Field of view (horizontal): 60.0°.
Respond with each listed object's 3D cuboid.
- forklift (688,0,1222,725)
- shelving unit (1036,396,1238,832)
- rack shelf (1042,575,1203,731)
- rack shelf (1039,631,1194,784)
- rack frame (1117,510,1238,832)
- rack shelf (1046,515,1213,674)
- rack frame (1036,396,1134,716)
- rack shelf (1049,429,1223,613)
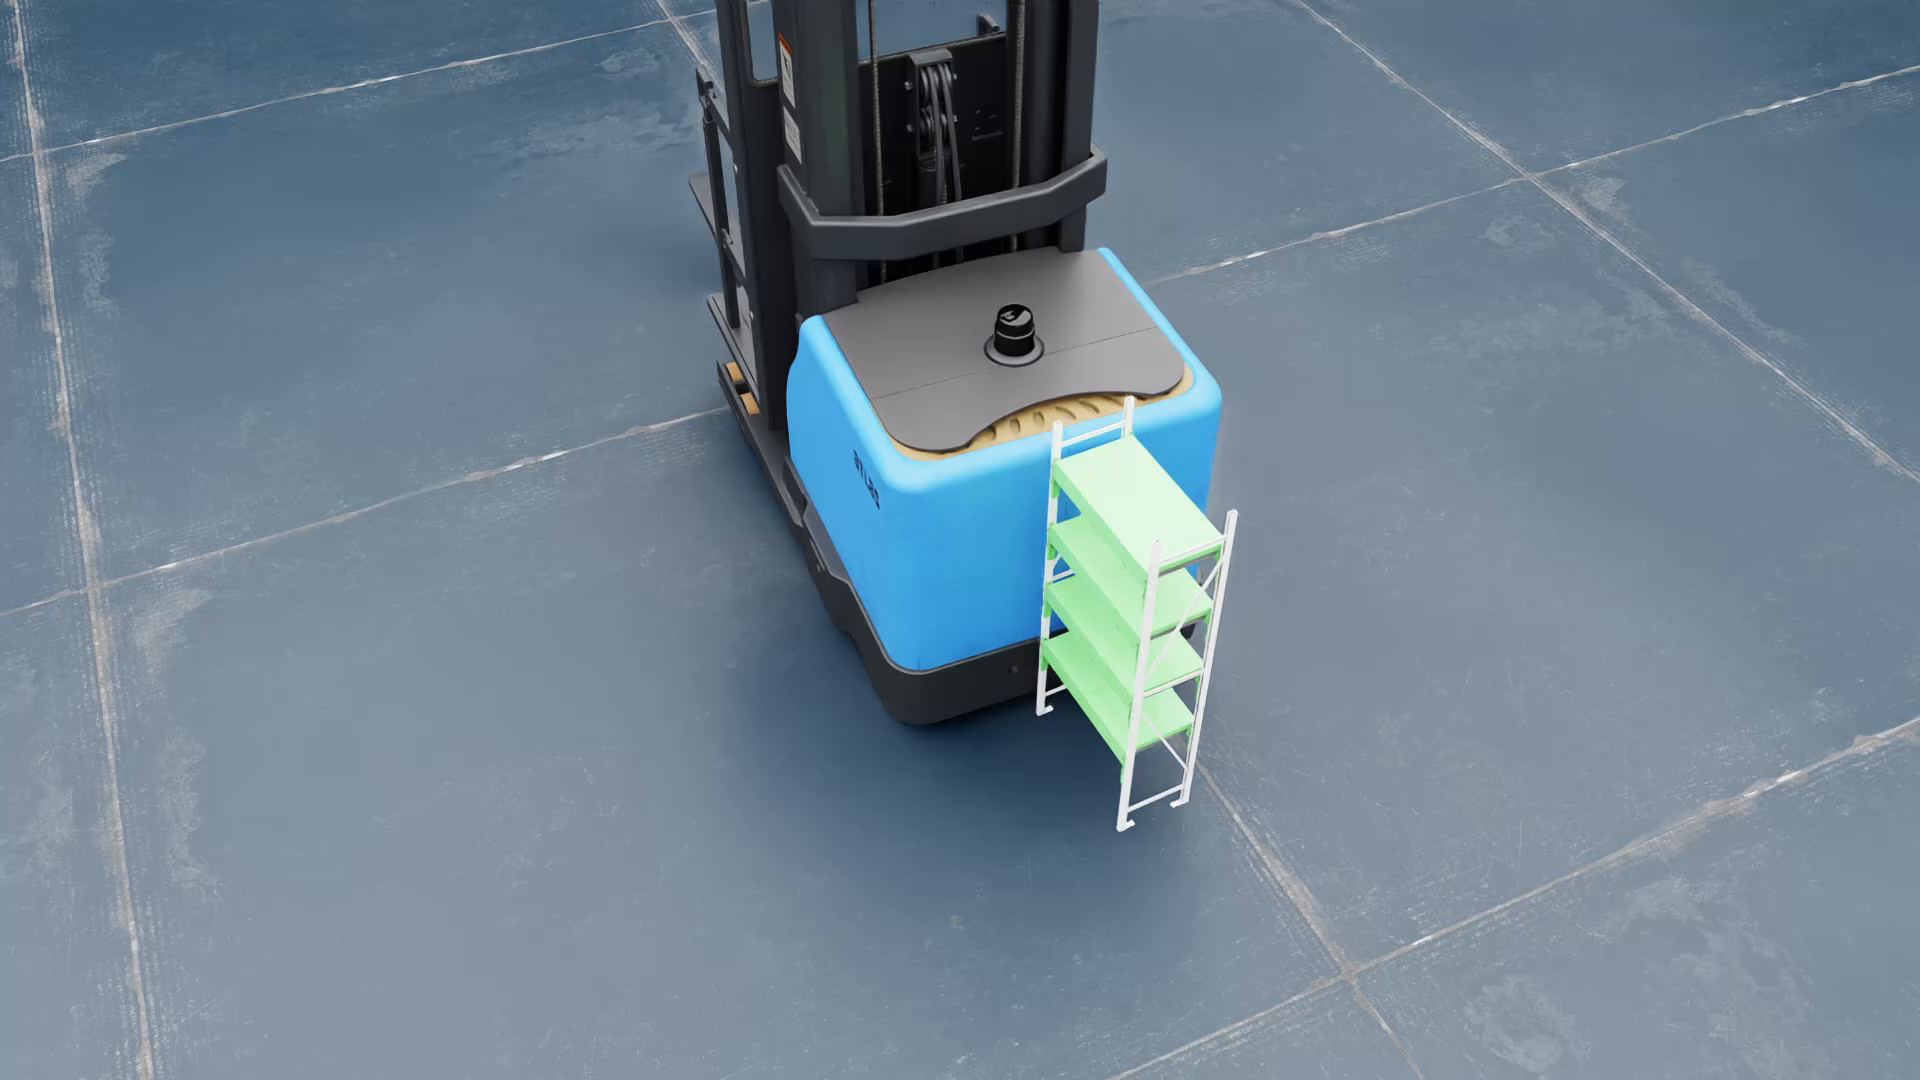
[{"bbox_3d":[-0.262,-1.528,5.211,1.130,2.935,3.031,-16,47,-15],"label":"forklift"},{"bbox_3d":[0.462,0.237,4.652,0.258,1.200,0.503,-20,49,-19],"label":"shelving unit"},{"bbox_3d":[0.462,0.282,4.697,0.258,0.148,0.480,-20,49,-19],"label":"rack shelf"},{"bbox_3d":[0.460,0.451,4.867,0.258,0.148,0.480,-20,49,-19],"label":"rack shelf"},{"bbox_3d":[0.574,0.391,4.499,0.240,1.200,0.015,-20,49,-19],"label":"rack frame"},{"bbox_3d":[0.463,0.112,4.527,0.258,0.148,0.480,-20,49,-19],"label":"rack shelf"},{"bbox_3d":[0.350,0.083,4.805,0.240,1.200,0.015,-20,49,-19],"label":"rack frame"},{"bbox_3d":[0.464,-0.057,4.357,0.258,0.148,0.480,-20,49,-19],"label":"rack shelf"}]
